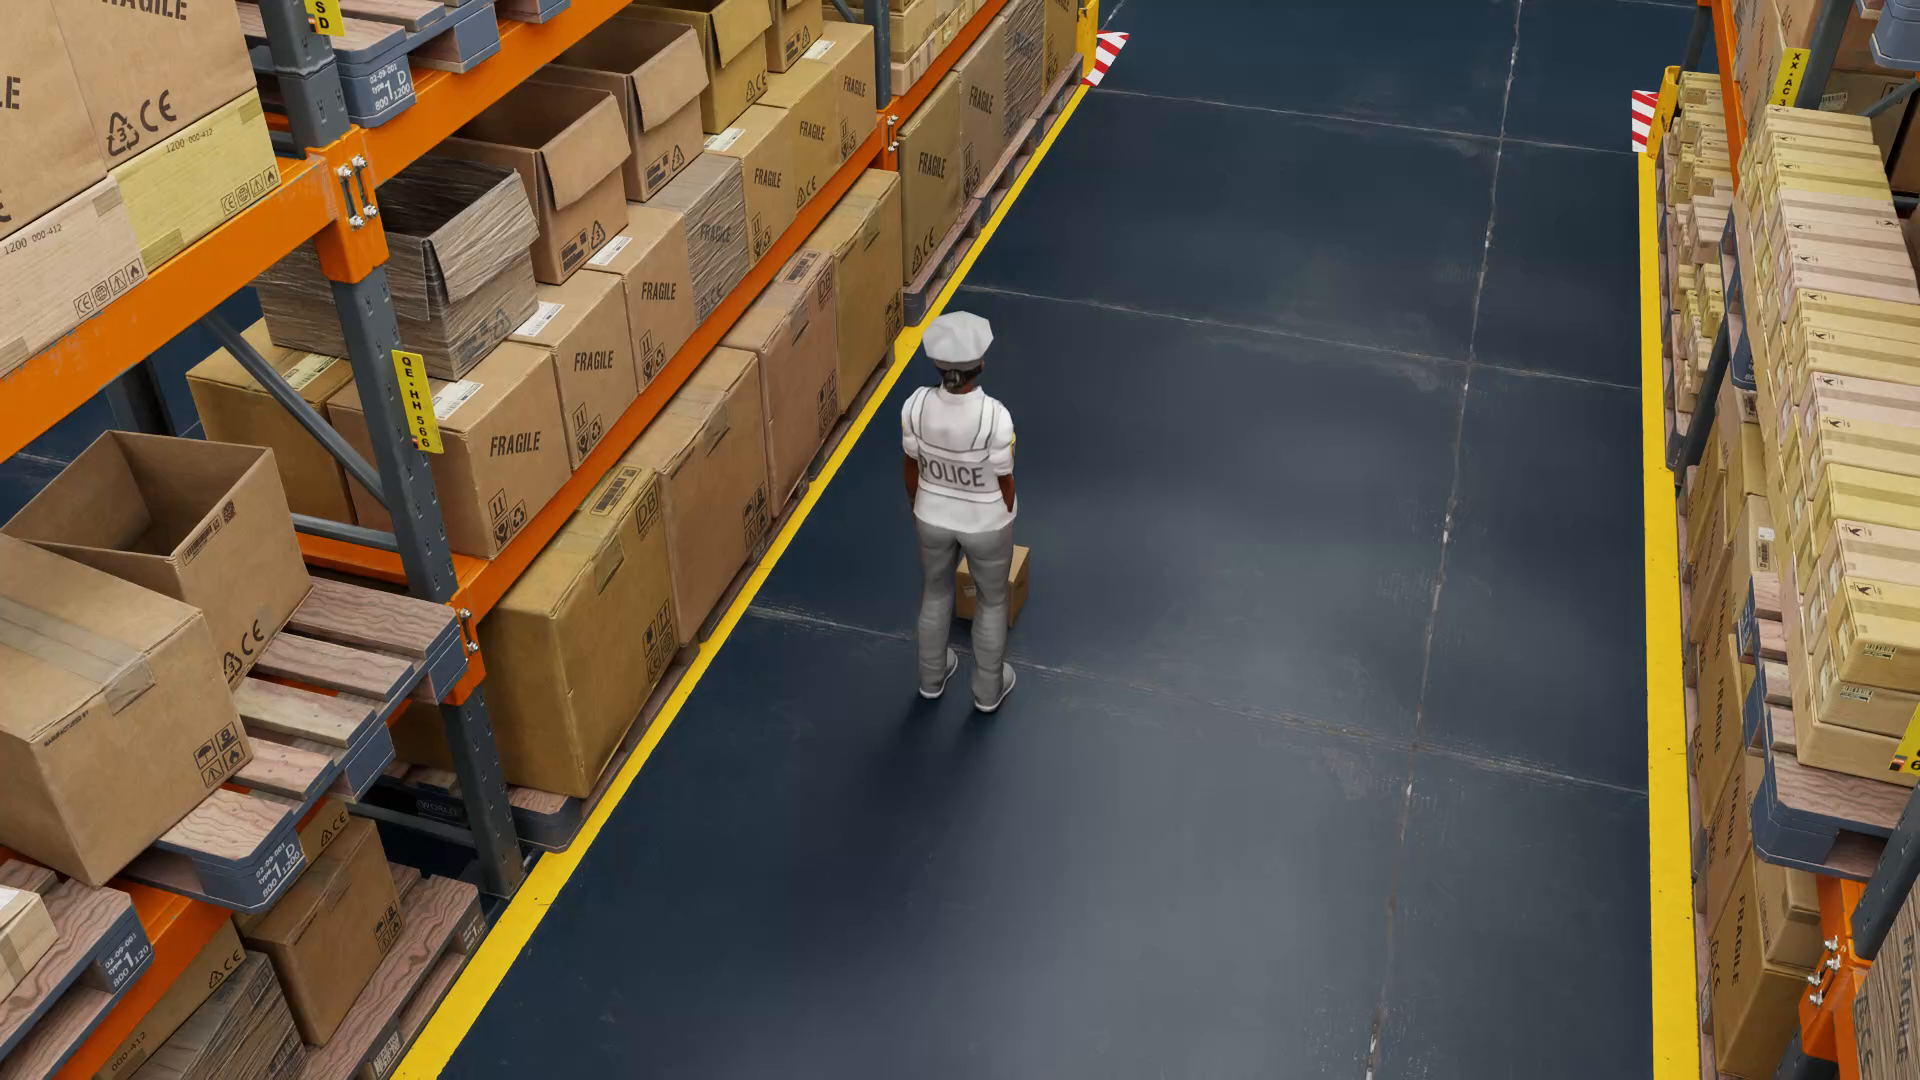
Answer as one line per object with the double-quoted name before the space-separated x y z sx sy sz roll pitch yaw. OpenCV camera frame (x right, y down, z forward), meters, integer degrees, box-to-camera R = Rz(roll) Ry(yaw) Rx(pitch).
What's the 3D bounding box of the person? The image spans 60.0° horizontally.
"person" 0.003 -0.083 6.259 0.437 1.672 0.341 12 39 15
